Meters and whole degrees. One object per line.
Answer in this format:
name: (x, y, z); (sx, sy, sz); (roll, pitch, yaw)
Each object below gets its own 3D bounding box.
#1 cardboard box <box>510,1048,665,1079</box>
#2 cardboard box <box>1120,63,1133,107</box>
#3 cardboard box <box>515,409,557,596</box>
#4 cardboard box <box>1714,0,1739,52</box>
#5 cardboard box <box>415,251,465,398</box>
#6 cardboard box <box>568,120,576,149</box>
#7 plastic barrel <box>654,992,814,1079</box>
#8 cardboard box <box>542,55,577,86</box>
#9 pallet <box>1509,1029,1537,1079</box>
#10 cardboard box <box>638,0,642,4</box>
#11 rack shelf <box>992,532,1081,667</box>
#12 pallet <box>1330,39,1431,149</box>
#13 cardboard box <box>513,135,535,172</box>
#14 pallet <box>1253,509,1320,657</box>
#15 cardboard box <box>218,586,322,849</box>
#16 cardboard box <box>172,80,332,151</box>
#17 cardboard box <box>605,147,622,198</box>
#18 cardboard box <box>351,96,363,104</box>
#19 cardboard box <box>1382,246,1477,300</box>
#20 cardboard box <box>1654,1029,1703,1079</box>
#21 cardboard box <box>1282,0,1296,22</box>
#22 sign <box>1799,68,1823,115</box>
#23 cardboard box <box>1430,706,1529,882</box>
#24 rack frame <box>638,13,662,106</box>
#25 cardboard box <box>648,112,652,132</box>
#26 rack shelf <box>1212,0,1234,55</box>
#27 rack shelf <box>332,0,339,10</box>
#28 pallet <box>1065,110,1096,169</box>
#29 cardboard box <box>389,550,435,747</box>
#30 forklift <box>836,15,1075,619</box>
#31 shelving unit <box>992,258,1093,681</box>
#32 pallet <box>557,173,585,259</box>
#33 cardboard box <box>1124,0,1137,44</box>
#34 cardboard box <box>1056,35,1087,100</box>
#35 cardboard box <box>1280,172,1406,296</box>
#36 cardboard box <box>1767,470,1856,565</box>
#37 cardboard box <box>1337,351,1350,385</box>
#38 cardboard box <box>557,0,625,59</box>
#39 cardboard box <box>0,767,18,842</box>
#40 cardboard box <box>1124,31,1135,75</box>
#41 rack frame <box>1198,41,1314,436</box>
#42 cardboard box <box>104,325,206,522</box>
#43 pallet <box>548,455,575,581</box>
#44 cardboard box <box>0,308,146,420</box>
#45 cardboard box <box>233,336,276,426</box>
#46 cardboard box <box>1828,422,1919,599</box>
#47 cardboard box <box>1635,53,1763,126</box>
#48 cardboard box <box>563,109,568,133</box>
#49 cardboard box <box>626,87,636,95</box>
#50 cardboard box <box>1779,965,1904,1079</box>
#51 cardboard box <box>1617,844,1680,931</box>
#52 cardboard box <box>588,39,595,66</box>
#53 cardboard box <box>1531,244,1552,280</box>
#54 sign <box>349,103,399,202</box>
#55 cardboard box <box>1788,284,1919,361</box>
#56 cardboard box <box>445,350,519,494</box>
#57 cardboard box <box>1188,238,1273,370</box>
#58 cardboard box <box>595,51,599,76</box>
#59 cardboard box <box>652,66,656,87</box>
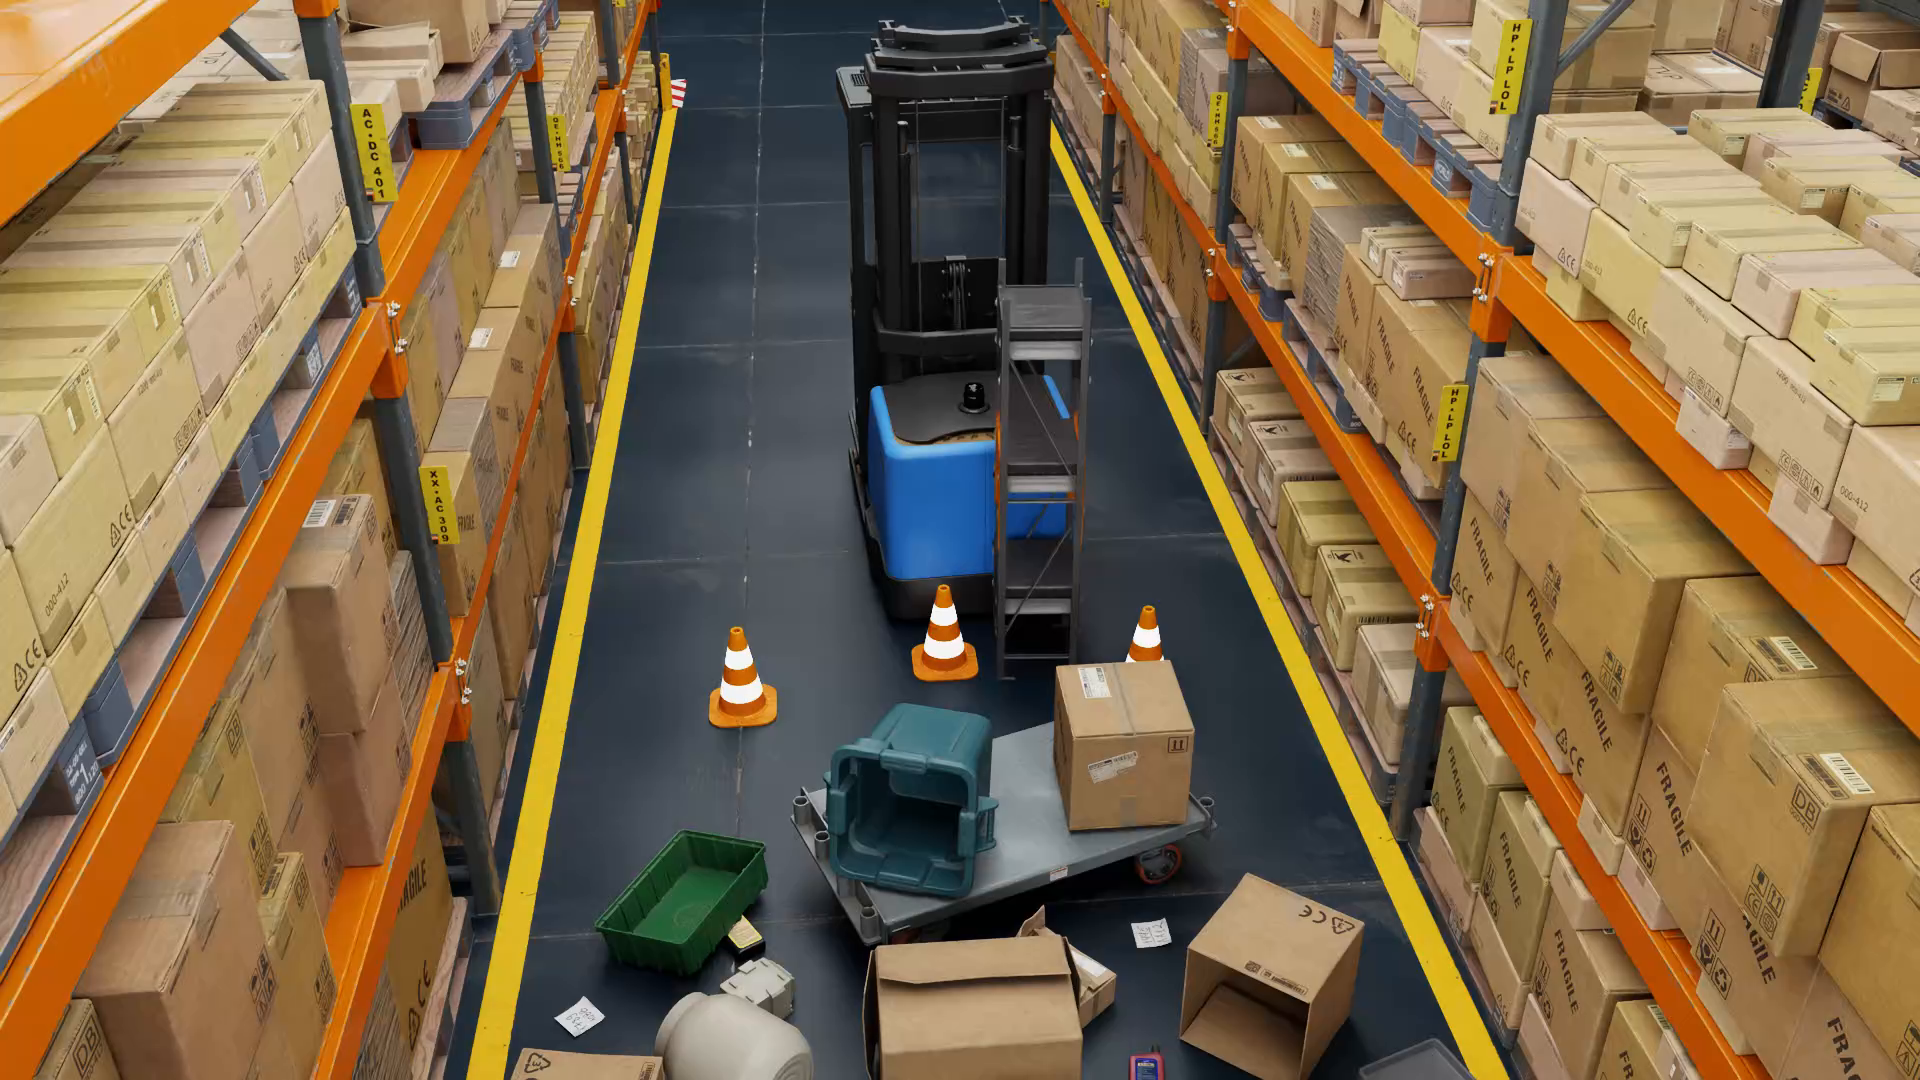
cardboard box: (-1.299, 2.122, 5.707); (0.500, 0.500, 0.500); (2, 31, 4)
cardboard box: (1.533, -3.500, 12.831); (0.500, 0.250, 0.500); (-3, 31, -6)
cardboard box: (-2.787, -0.188, 8.924); (1.050, 0.750, 0.750); (-2, 31, -4)
cardboard box: (6.469, -4.271, 13.469); (0.700, 0.500, 0.500); (-2, 31, -3)
cardboard box: (-2.615, -0.939, 7.324); (0.700, 0.500, 0.500); (-3, 31, -4)
cardboard box: (-2.807, -2.723, 11.218); (0.380, 0.149, 0.250); (-2, 31, -4)
plastic barrel: (-0.833, 1.919, 6.125); (0.512, 0.421, 0.421); (20, 36, 29)
cardboard box: (-2.861, -3.244, 11.512); (0.380, 0.149, 0.250); (-4, 31, -7)
pallet: (2.668, 2.181, 5.893); (1.003, 0.211, 1.213); (-3, 31, -5)
cardboard box: (-3.204, -5.174, 15.731); (0.380, 0.149, 0.250); (-2, 31, -3)
rack shelf: (0.388, 0.304, 8.585); (0.431, 0.518, 0.480); (0, 31, -1)
pallet: (2.401, -2.039, 7.496); (1.213, 0.211, 1.003); (-3, 31, -5)
cardboard box: (-2.691, -2.311, 9.948); (0.380, 0.149, 0.250); (-3, 31, -5)
pallet: (2.261, 0.194, 9.220); (1.003, 0.211, 1.213); (-3, 31, -5)
cardboard box: (-2.385, 0.527, 4.744); (0.875, 0.550, 0.550); (-3, 31, -5)
cardboard box: (-2.115, -1.267, 4.981); (0.380, 0.149, 0.250); (-3, 31, -5)
cardboard box: (-2.892, -2.838, 12.874); (0.500, 0.250, 0.500); (-4, 31, -6)
cardboard box: (-2.274, -1.466, 5.979); (0.258, 0.266, 0.396); (-3, 31, -5)
cardboard box: (2.107, -1.187, 7.383); (0.380, 0.149, 0.250); (-4, 31, -6)
cardboard box: (2.348, 1.616, 5.027); (0.380, 0.149, 0.250); (-1, 31, -2)
cardboard box: (1.963, -2.955, 8.978); (0.396, 0.266, 0.258); (-3, 31, -5)
sign: (2.992, -1.521, 5.943); (0.100, 0.325, 0.005); (-3, 31, -5)
cardboard box: (2.239, 1.011, 6.673); (0.500, 0.500, 0.500); (-1, 31, -2)
rack frame: (-3.587, -5.820, 16.568); (1.000, 3.000, 0.127); (-3, 31, -5)
cardboard box: (-3.144, -3.999, 15.891); (0.380, 0.149, 0.250); (-4, 31, -7)
rack shelf: (1.892, -4.024, 11.338); (1.077, 0.370, 4.000); (-3, 31, -5)
rack shelf: (-2.653, -2.809, 6.769); (1.077, 0.370, 4.000); (-3, 31, -5)
pallet: (1.595, -3.885, 16.049); (1.003, 0.211, 1.213); (-3, 31, -5)
cardboard box: (-2.420, 0.430, 5.958); (0.875, 0.550, 0.550); (-3, 31, -5)
forklift: (-0.094, -1.575, 9.529); (1.130, 2.935, 3.031); (-4, 31, -7)
shelving unit: (0.388, -0.308, 8.219); (0.431, 2.100, 0.503); (0, 31, -1)
pallet: (-3.013, -2.012, 10.380); (1.213, 0.211, 1.003); (-3, 31, -5)
cardboard box: (1.535, -4.042, 12.519); (0.500, 0.500, 0.500); (-3, 31, -5)
cardboard box: (1.493, -4.857, 17.045); (0.875, 0.438, 0.875); (-4, 31, -6)
cardboard box: (2.003, -1.598, 8.702); (0.500, 0.500, 0.500); (-2, 31, -4)
cardboard box: (2.327, -0.070, 4.262); (0.380, 0.149, 0.250); (-3, 31, -5)
cardboard box: (2.049, -0.825, 8.042); (0.380, 0.149, 0.250); (-3, 31, -5)
cardboard box: (-3.009, -4.213, 13.491); (0.500, 0.500, 0.500); (-3, 31, -5)
cardboard box: (-1.853, 0.498, 2.804); (0.380, 0.149, 0.250); (-3, 31, -4)
cardboard box: (1.542, -3.713, 12.700); (0.500, 0.250, 0.500); (-2, 31, -4)
rack frame: (2.079, -2.024, 10.213); (1.000, 3.000, 0.127); (-3, 31, -5)
cardboard box: (-2.024, -0.257, 3.679); (0.500, 0.250, 0.500); (-3, 31, -5)
pallet: (-2.841, -0.132, 9.765); (1.003, 0.211, 1.213); (-3, 31, -5)
cardboard box: (-1.949, -0.362, 3.465); (0.380, 0.149, 0.250); (-2, 31, -4)
cardboard box: (-2.019, -0.407, 4.319); (0.380, 0.149, 0.250); (-2, 31, -4)
cardboard box: (2.411, -0.061, 3.857); (0.500, 0.250, 0.500); (-2, 31, -3)
cardboard box: (2.797, -1.703, 6.488); (0.500, 0.250, 0.500); (-4, 31, -6)
cardboard box: (-2.787, -2.722, 10.928); (0.380, 0.149, 0.250); (-3, 31, -5)
cardboard box: (-3.213, -4.106, 15.490); (0.380, 0.149, 0.250); (-4, 31, -6)
cardboard box: (2.459, 1.370, 4.144); (0.500, 0.500, 0.500); (-3, 31, -4)
cardboard box: (2.324, 1.083, 5.256); (0.380, 0.149, 0.250); (-3, 31, -5)
cardboard box: (-2.954, -3.649, 12.480); (0.380, 0.149, 0.250); (-3, 31, -4)
cardboard box: (2.236, -0.989, 5.800); (0.380, 0.149, 0.250); (-3, 31, -5)
sign: (-1.914, -1.264, 5.435); (0.100, 0.325, 0.005); (-3, 31, -5)
cardboard box: (2.385, -0.538, 4.267); (0.380, 0.149, 0.250); (-2, 31, -4)
cardboard box: (-2.339, -0.530, 7.615); (0.500, 0.500, 0.500); (-3, 31, -5)
cardboard box: (2.097, -1.649, 11.248); (0.875, 0.875, 0.875); (-3, 31, -5)
cardboard box: (-2.979, -3.657, 12.782); (0.380, 0.149, 0.250); (-3, 31, -6)
cardboard box: (-3.254, -4.648, 16.687); (0.380, 0.149, 0.250); (-4, 31, -6)
